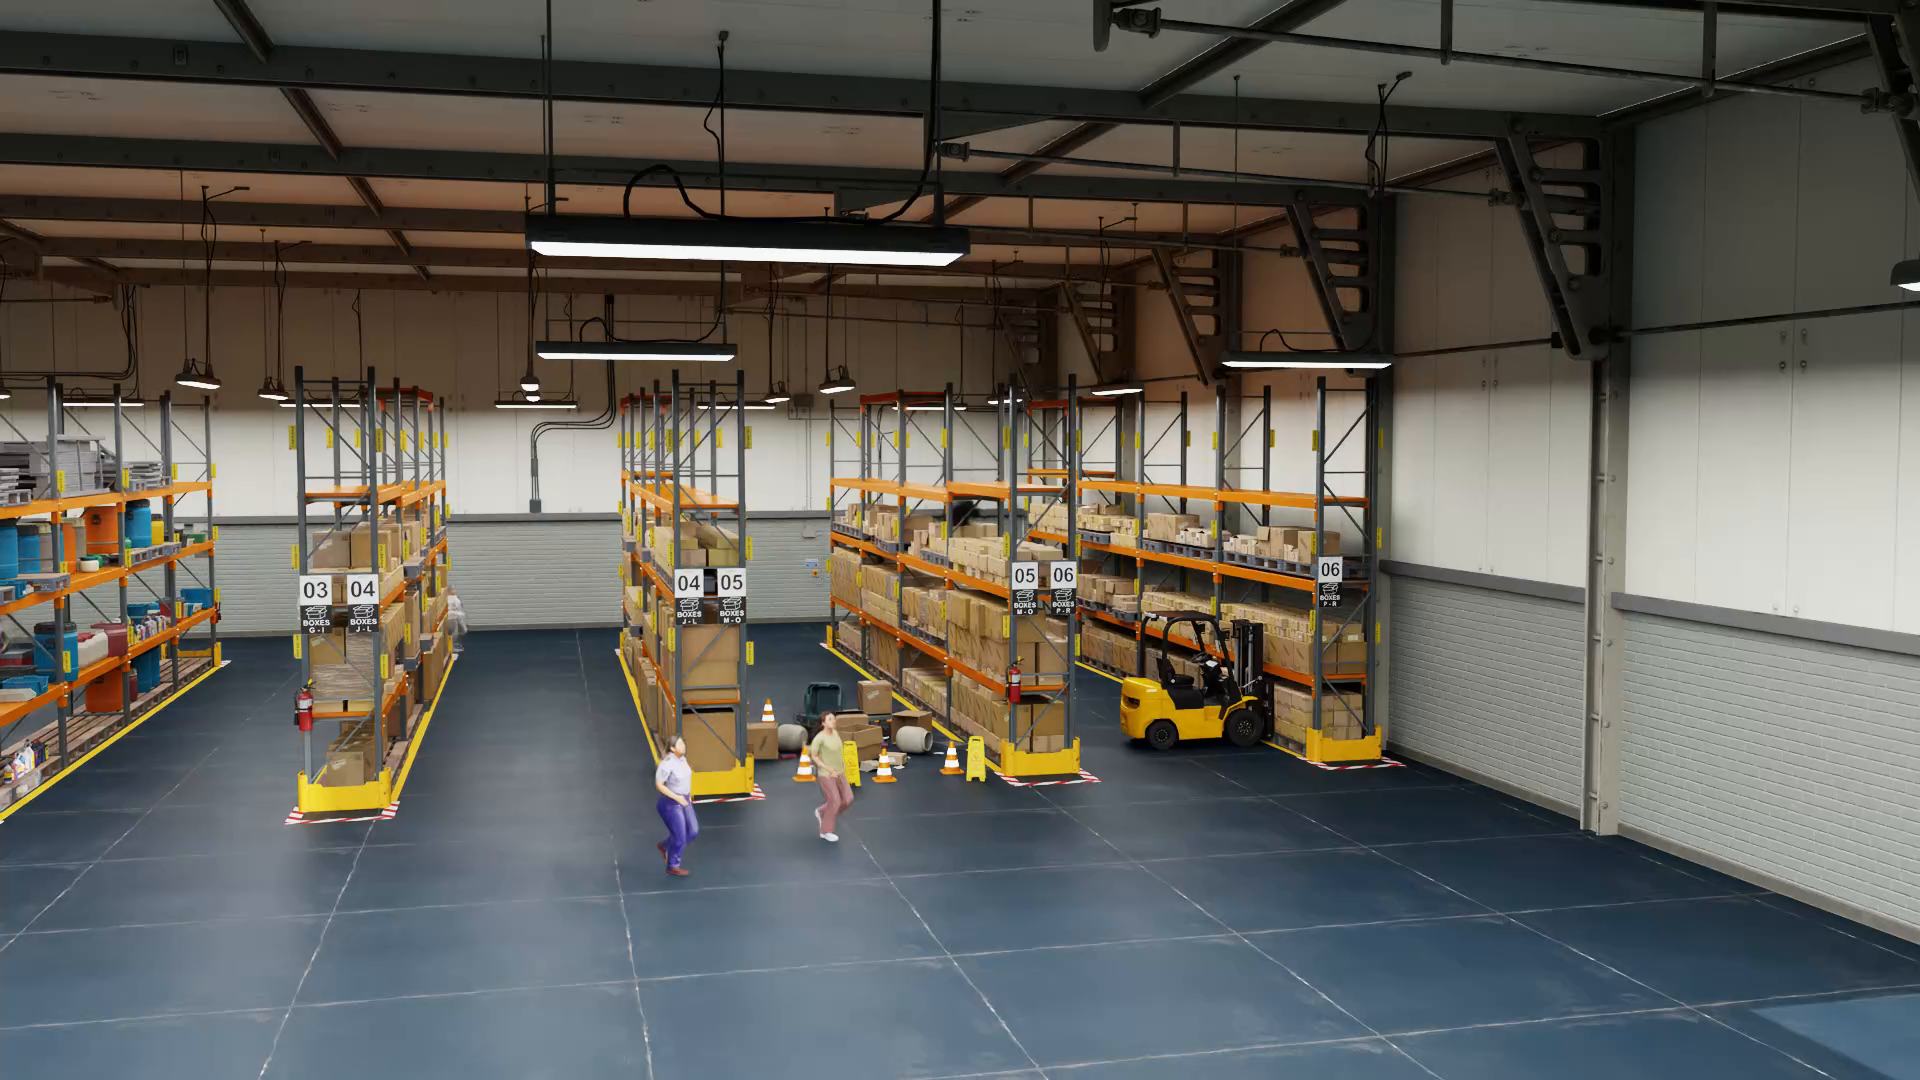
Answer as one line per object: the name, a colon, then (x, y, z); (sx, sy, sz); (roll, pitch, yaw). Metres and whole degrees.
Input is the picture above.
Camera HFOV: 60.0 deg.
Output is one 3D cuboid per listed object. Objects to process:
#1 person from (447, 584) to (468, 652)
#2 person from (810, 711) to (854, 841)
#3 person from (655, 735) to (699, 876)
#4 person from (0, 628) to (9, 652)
person: (-11.874, 1.847, 39.095); (0.575, 1.660, 0.633); (1, 4, 19)
person: (-1.620, 2.948, 20.857); (0.529, 1.632, 0.586); (2, 4, 36)
person: (-3.304, 3.056, 19.185); (0.530, 1.613, 0.623); (1, 4, 19)
person: (-19.040, 2.287, 32.782); (0.545, 1.581, 0.840); (-1, 4, -17)
